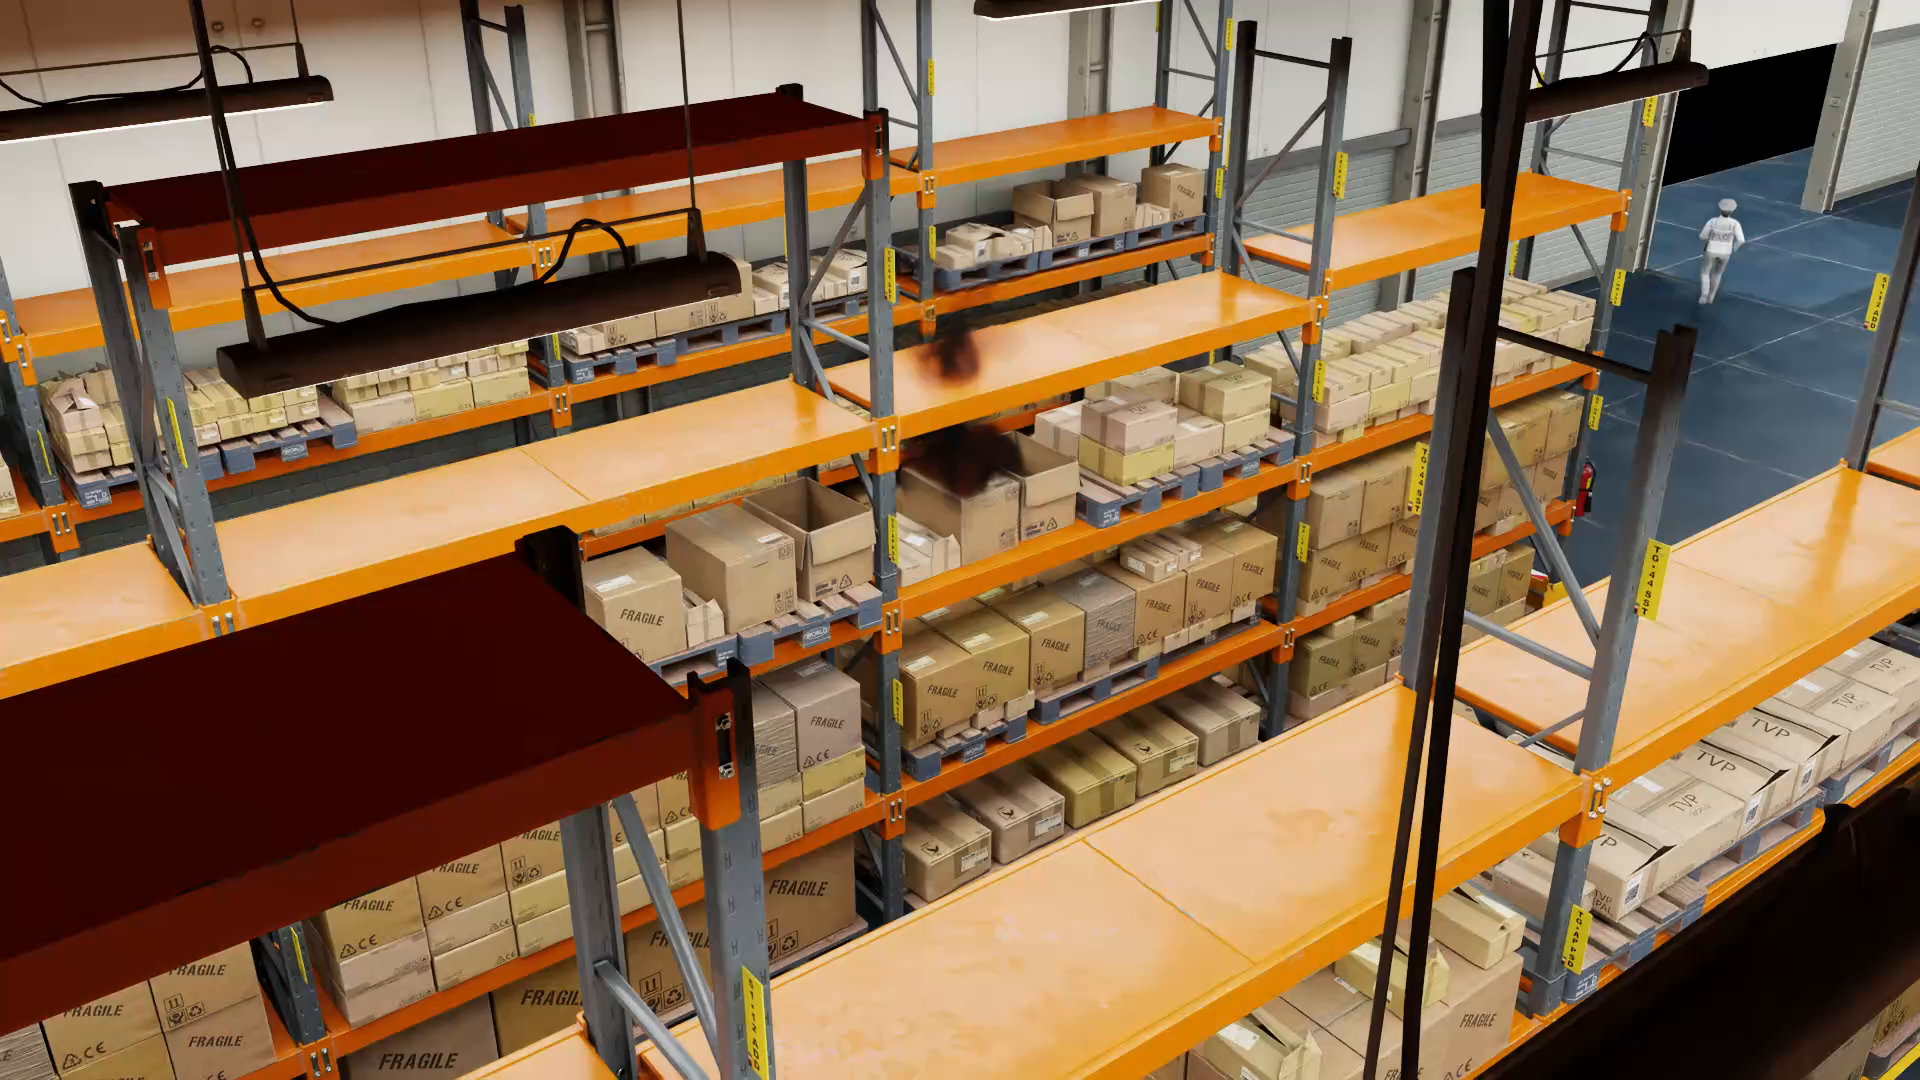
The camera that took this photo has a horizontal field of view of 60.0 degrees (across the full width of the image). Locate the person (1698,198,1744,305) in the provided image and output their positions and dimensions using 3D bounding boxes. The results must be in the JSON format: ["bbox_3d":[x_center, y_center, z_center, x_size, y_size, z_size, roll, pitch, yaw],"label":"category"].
[{"bbox_3d":[11.408,-4.311,25.020,0.626,1.662,0.785,10,28,19],"label":"person"}]
